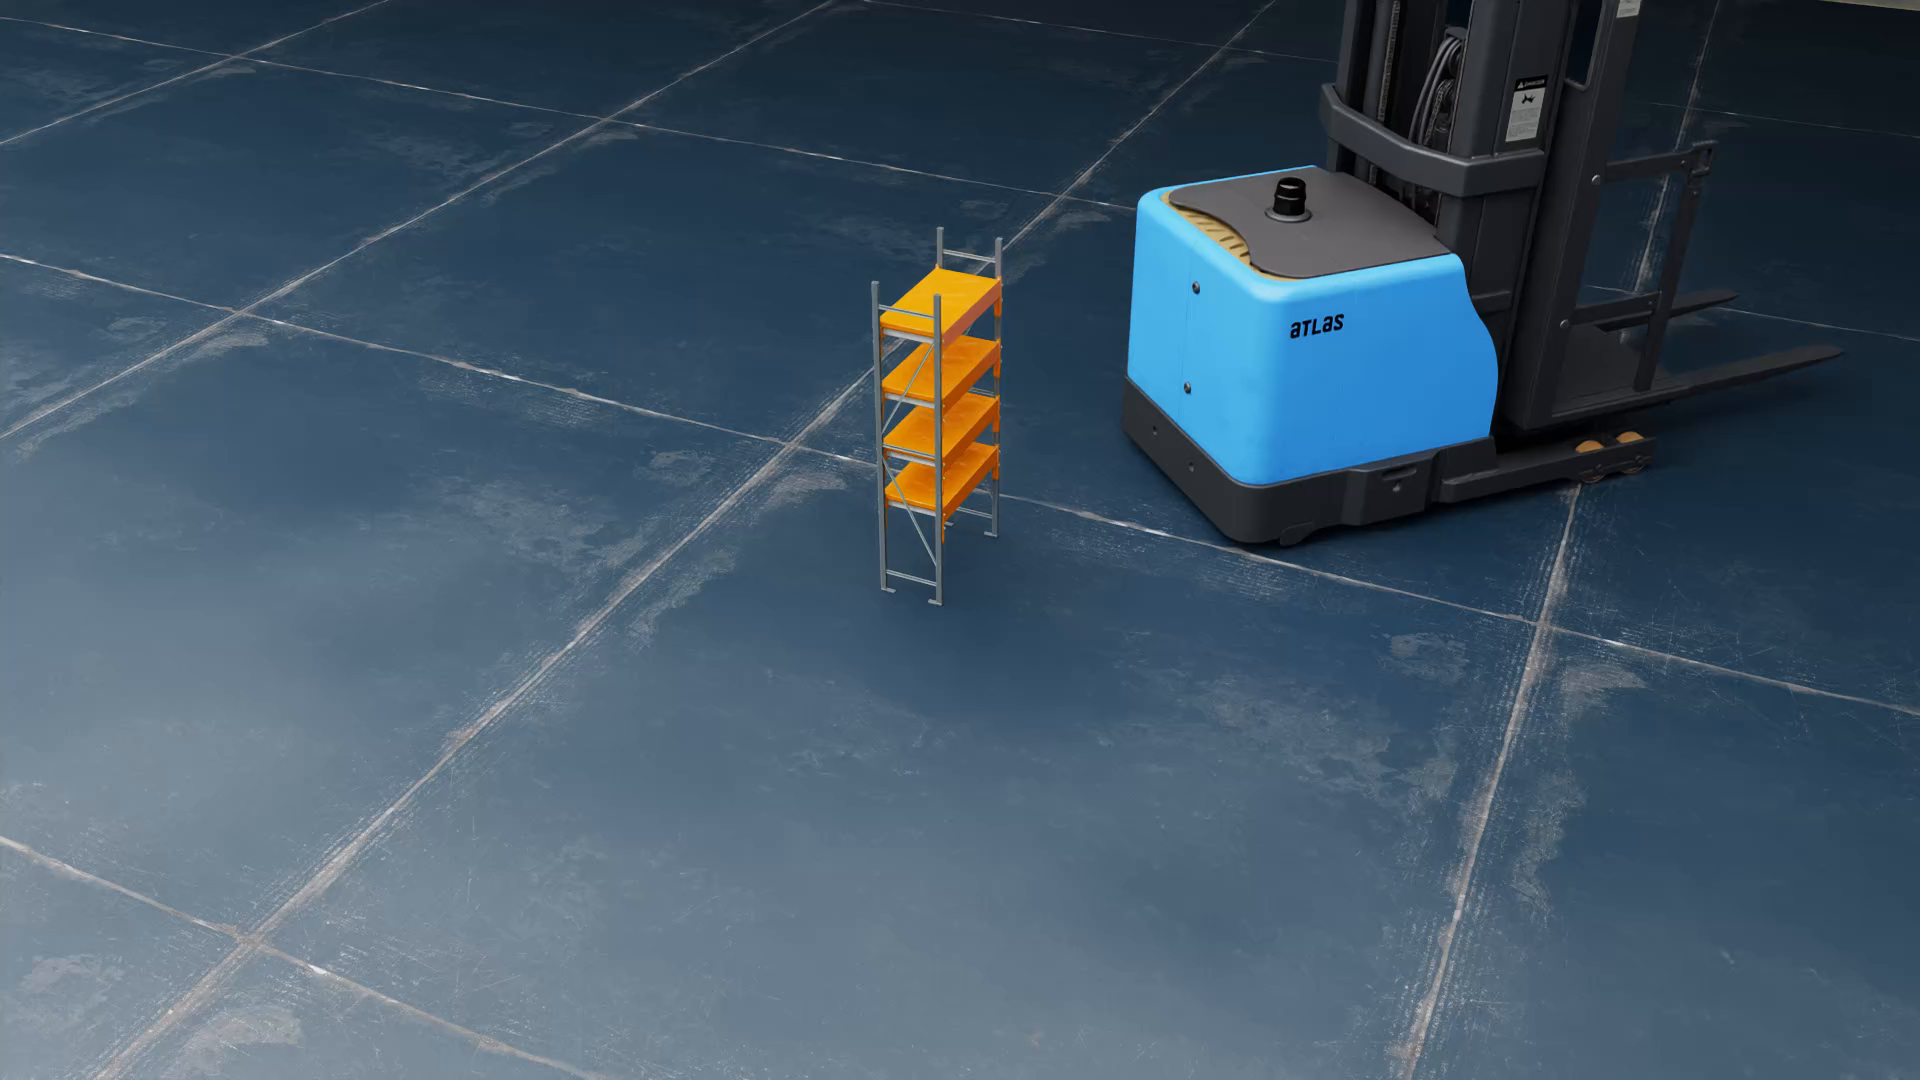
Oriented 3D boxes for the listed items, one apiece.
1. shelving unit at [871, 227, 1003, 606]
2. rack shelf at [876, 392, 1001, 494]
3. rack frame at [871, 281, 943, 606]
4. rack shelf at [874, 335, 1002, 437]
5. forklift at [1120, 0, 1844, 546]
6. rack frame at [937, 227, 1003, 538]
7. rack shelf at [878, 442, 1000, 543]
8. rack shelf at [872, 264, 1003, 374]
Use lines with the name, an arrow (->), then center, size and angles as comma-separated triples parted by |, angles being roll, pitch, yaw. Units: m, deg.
shelving unit -> -0.069, -0.419, 5.795 | 0.258, 1.200, 0.503 | 14, 36, 20
rack shelf -> -0.069, -0.363, 5.832 | 0.258, 0.148, 0.480 | 14, 36, 20
rack frame -> -0.171, -0.298, 5.610 | 0.240, 1.200, 0.015 | 14, 36, 20
rack shelf -> -0.069, -0.550, 5.709 | 0.258, 0.148, 0.480 | 14, 36, 20
forklift -> 2.230, -1.708, 6.182 | 3.031, 2.935, 1.130 | -12, 35, -18
rack frame -> 0.033, -0.541, 5.981 | 0.240, 1.200, 0.015 | 14, 36, 20
rack shelf -> -0.069, -0.197, 5.941 | 0.258, 0.148, 0.480 | 14, 36, 20
rack shelf -> -0.069, -0.748, 5.580 | 0.258, 0.148, 0.480 | 14, 36, 20
